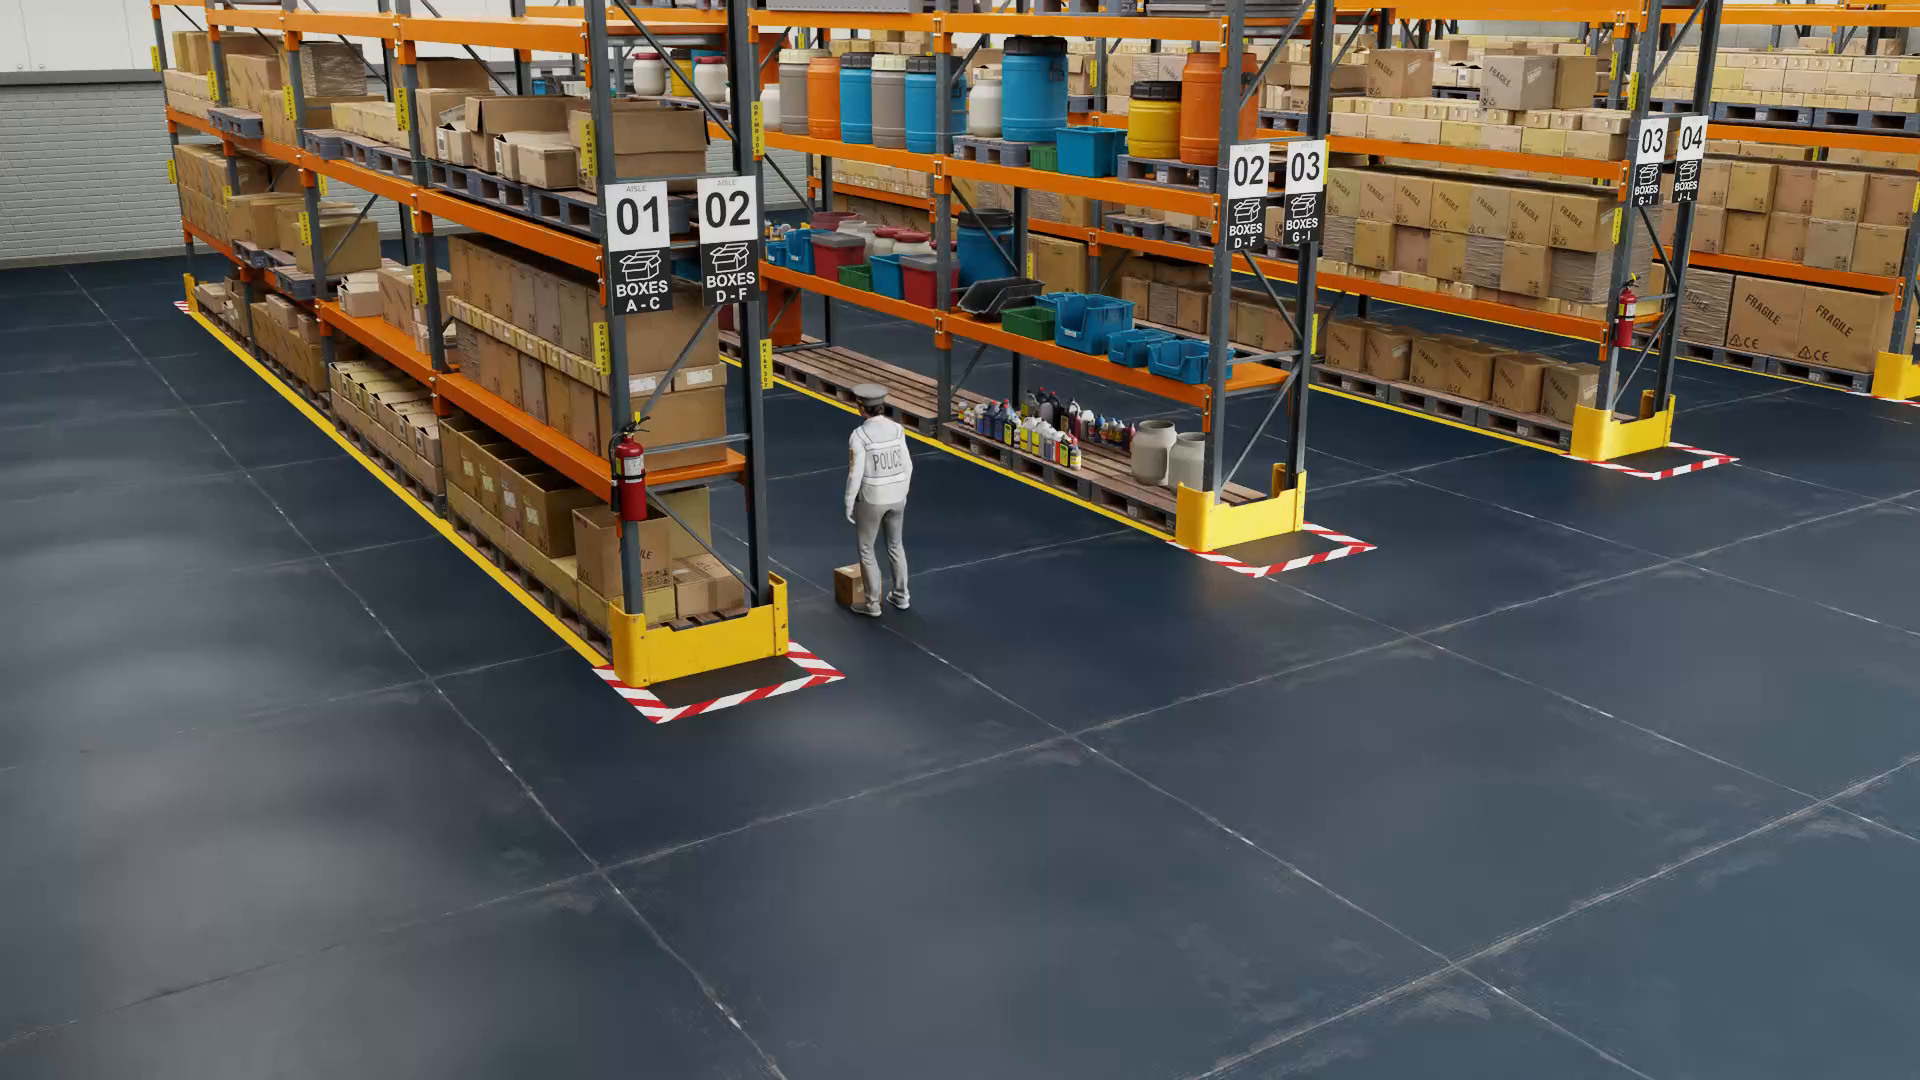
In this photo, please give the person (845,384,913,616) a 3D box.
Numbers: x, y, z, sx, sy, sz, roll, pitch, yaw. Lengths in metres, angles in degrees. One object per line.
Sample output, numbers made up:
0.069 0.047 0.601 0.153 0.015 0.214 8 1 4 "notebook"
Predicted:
-0.586 -0.277 11.895 0.528 1.662 0.373 -13 22 -33 "person"
